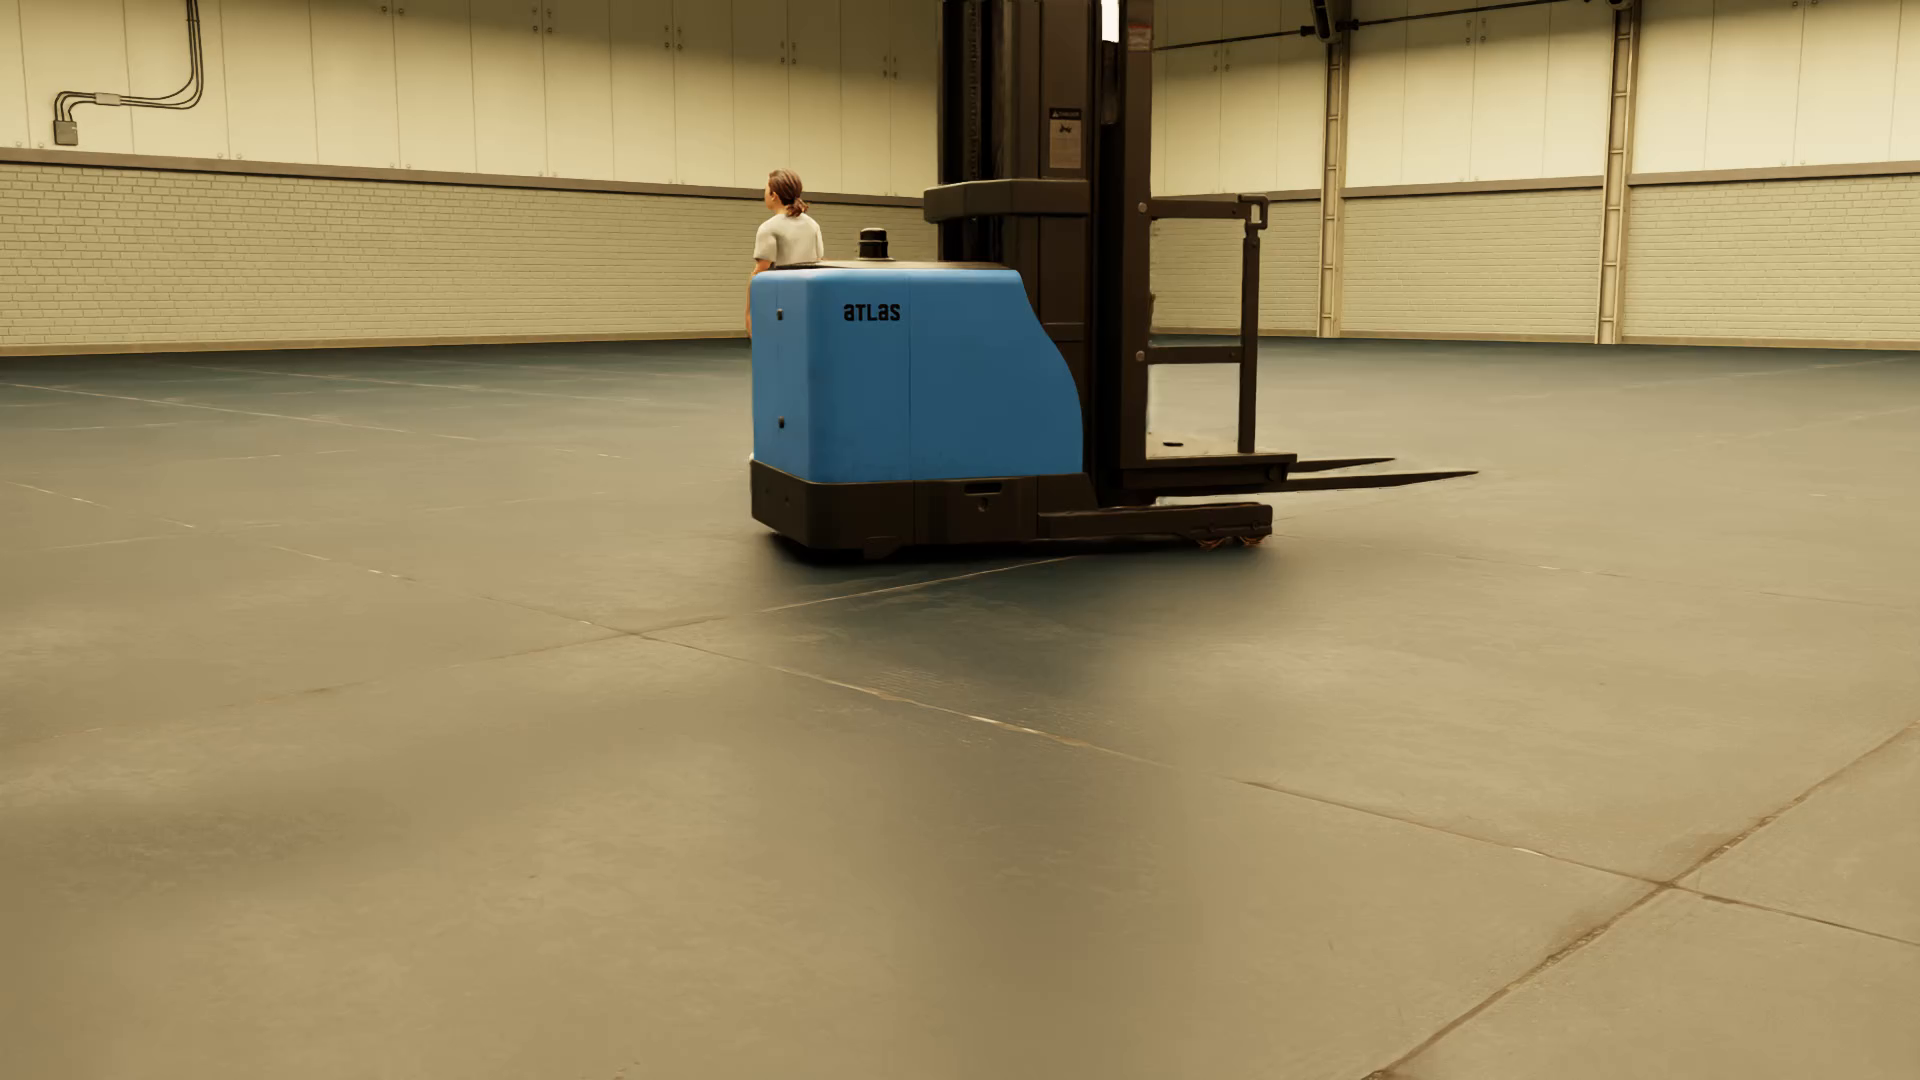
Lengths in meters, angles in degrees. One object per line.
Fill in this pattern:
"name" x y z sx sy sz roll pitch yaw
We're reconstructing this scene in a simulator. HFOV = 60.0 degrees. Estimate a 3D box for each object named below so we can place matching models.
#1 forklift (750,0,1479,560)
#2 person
"forklift" 0.709 -1.490 6.771 3.031 2.935 1.130 -3 9 -20
"person" -1.046 -1.277 9.562 0.524 1.681 0.527 8 12 44
